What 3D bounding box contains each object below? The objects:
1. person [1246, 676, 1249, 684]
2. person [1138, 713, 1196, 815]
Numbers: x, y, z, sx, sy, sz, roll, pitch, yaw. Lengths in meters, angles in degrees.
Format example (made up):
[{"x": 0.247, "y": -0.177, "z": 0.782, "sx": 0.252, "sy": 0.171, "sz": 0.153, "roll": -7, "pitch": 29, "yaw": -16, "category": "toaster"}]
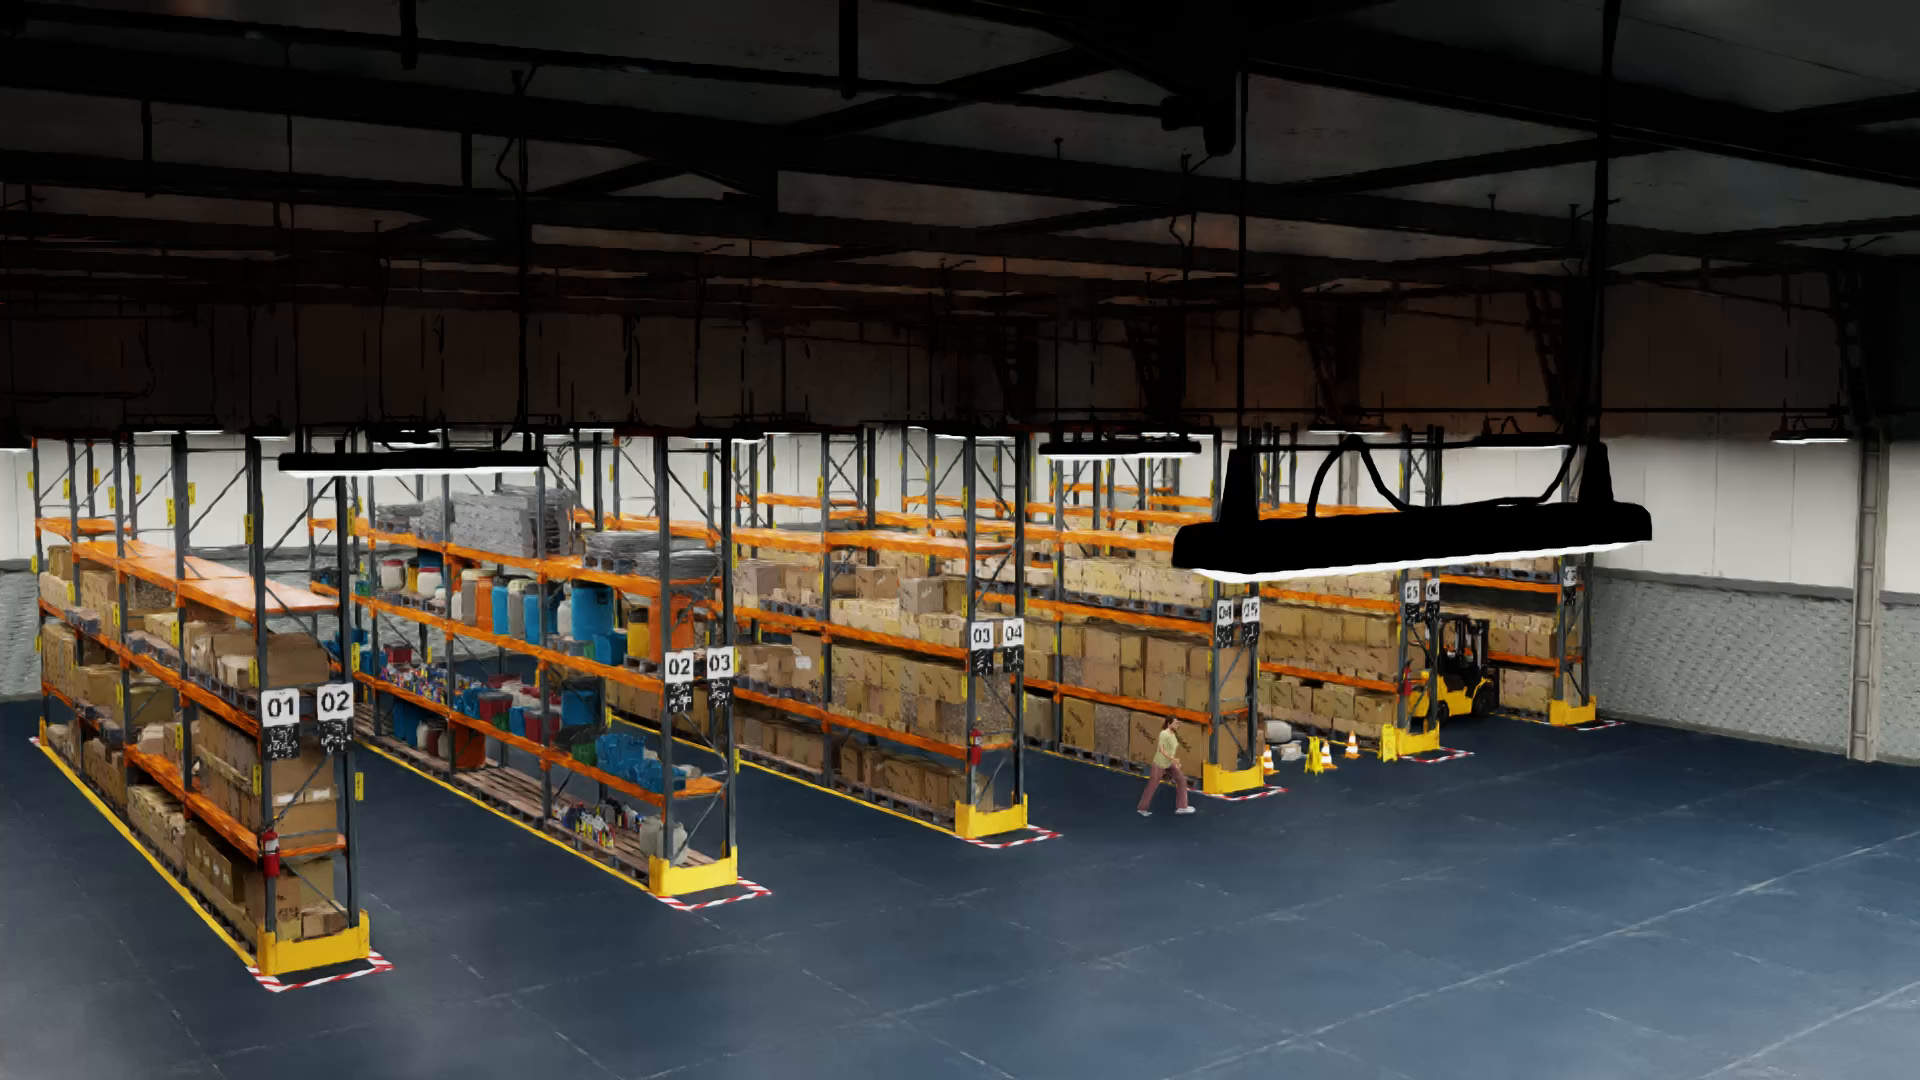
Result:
[{"x": 6.407, "y": 2.489, "z": 37.897, "sx": 0.555, "sy": 1.722, "sz": 0.614, "roll": -1, "pitch": 5, "yaw": -9, "category": "person"}, {"x": 3.196, "y": 3.487, "z": 25.908, "sx": 0.799, "sy": 1.610, "sz": 0.626, "roll": 3, "pitch": 5, "yaw": 35, "category": "person"}]
